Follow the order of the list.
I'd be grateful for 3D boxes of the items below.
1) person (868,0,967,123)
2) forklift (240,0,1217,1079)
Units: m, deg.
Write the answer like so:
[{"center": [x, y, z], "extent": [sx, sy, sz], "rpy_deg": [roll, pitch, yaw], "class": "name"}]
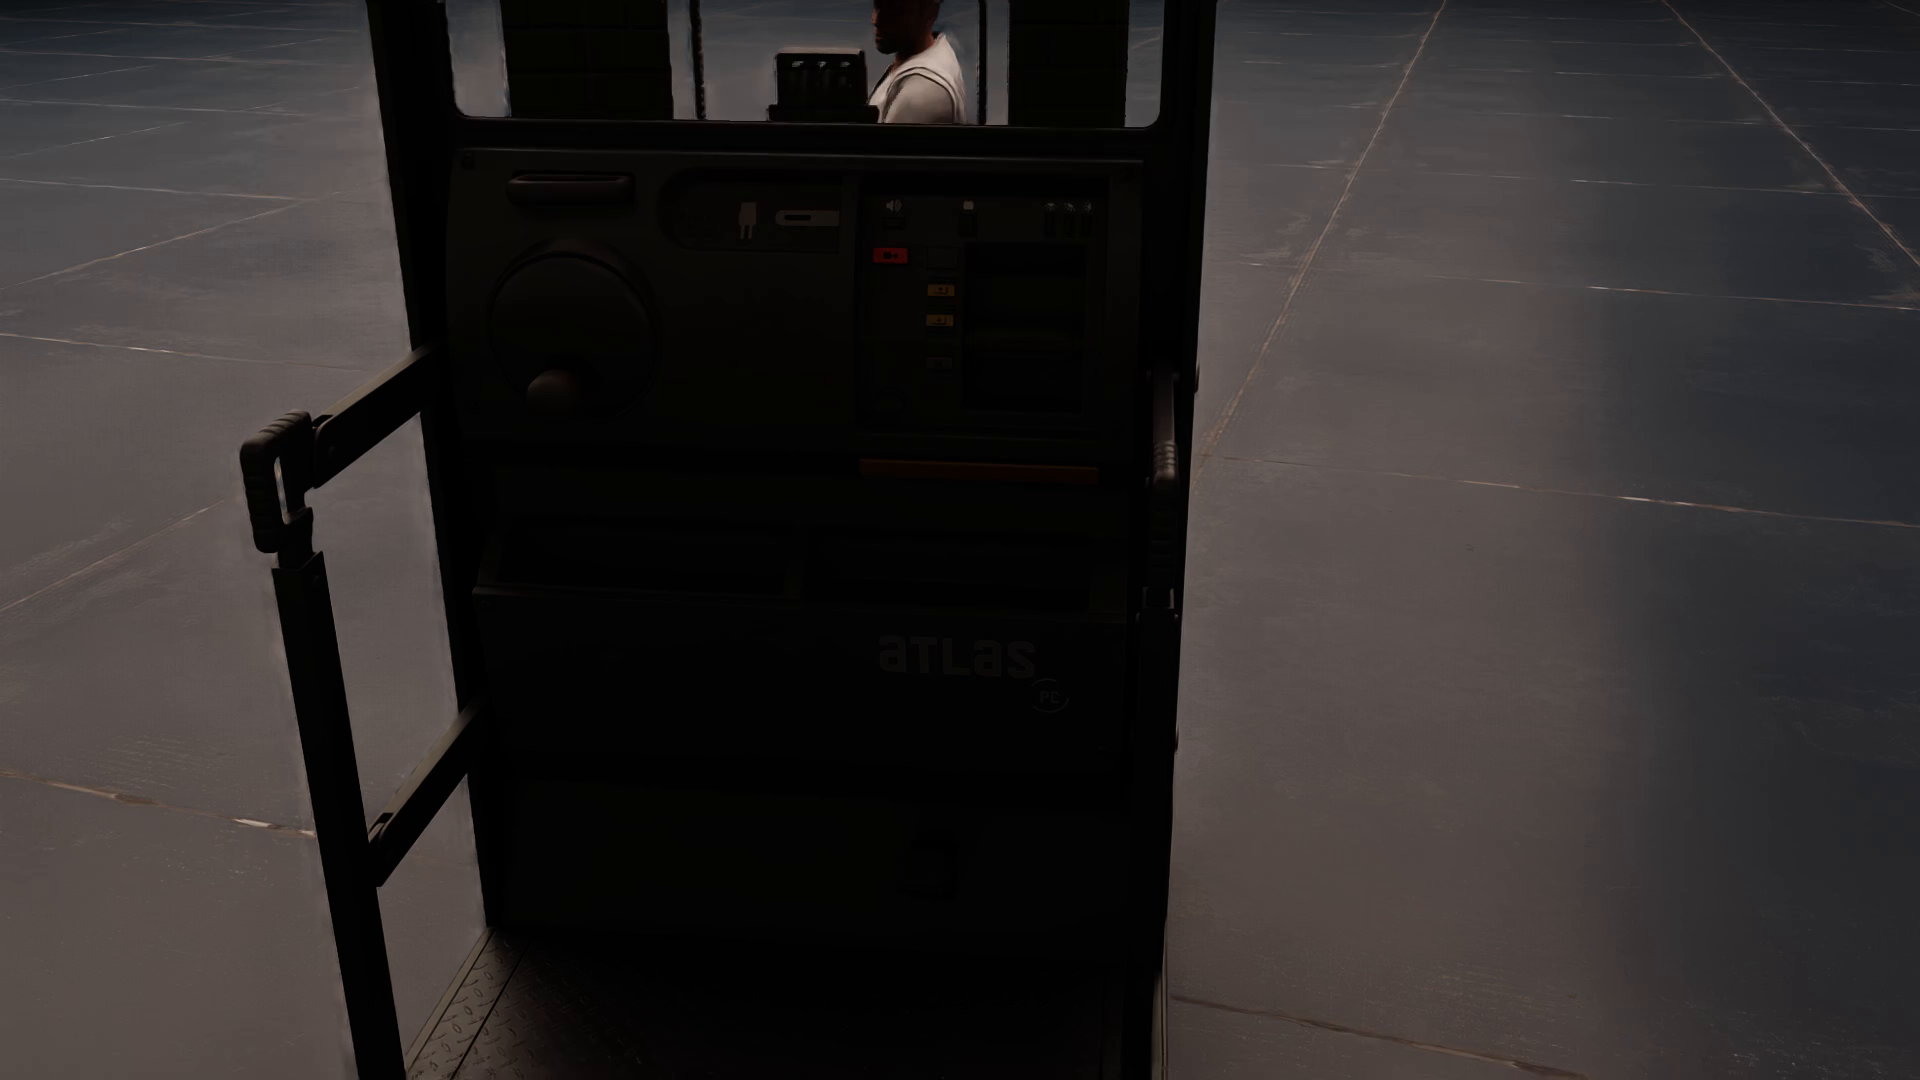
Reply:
[{"center": [-0.207, -0.810, 4.817], "extent": [0.645, 1.745, 0.668], "rpy_deg": [-3, 23, -7], "class": "person"}, {"center": [-0.247, -0.303, 2.013], "extent": [1.130, 2.935, 3.031], "rpy_deg": [2, 23, 6], "class": "forklift"}]
